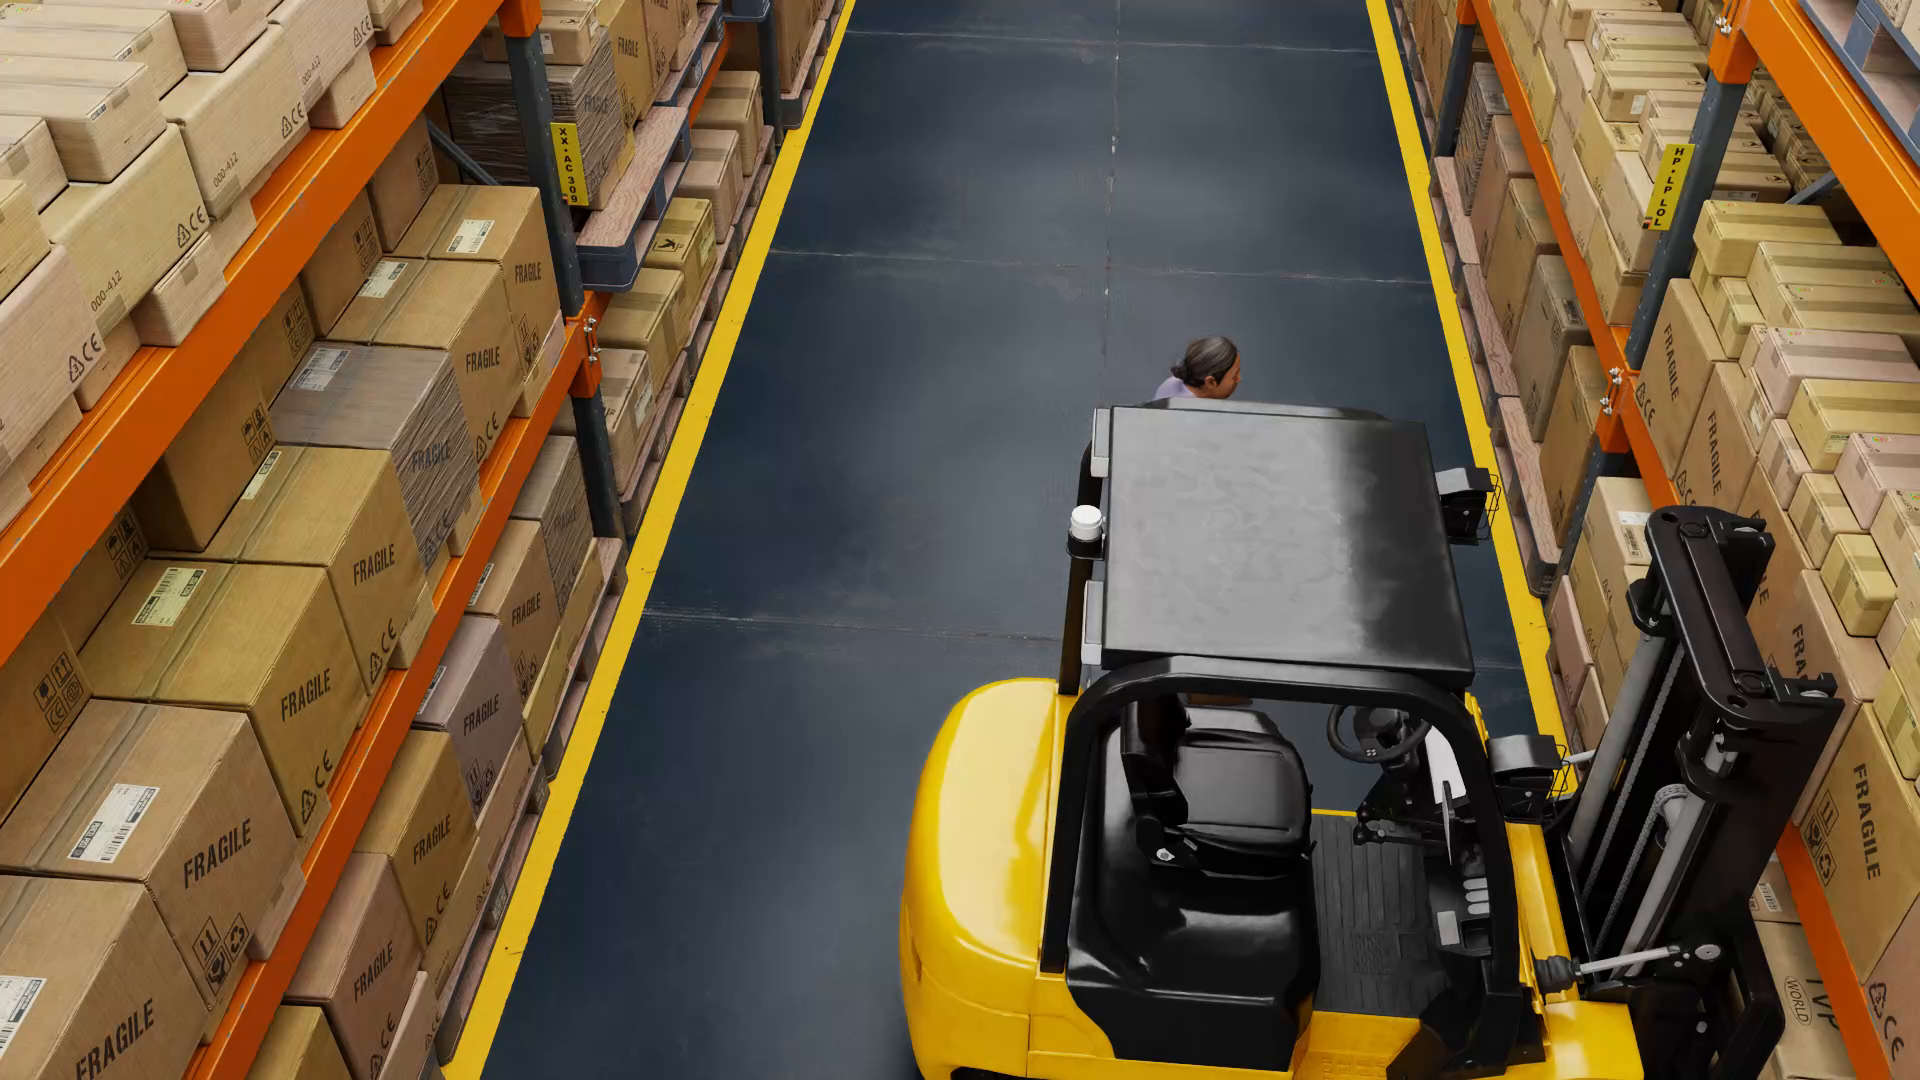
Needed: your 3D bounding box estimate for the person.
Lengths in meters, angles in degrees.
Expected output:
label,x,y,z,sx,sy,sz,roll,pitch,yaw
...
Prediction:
label,x,y,z,sx,sy,sz,roll,pitch,yaw
person,0.807,-0.041,6.224,0.373,1.636,0.547,2,40,2
